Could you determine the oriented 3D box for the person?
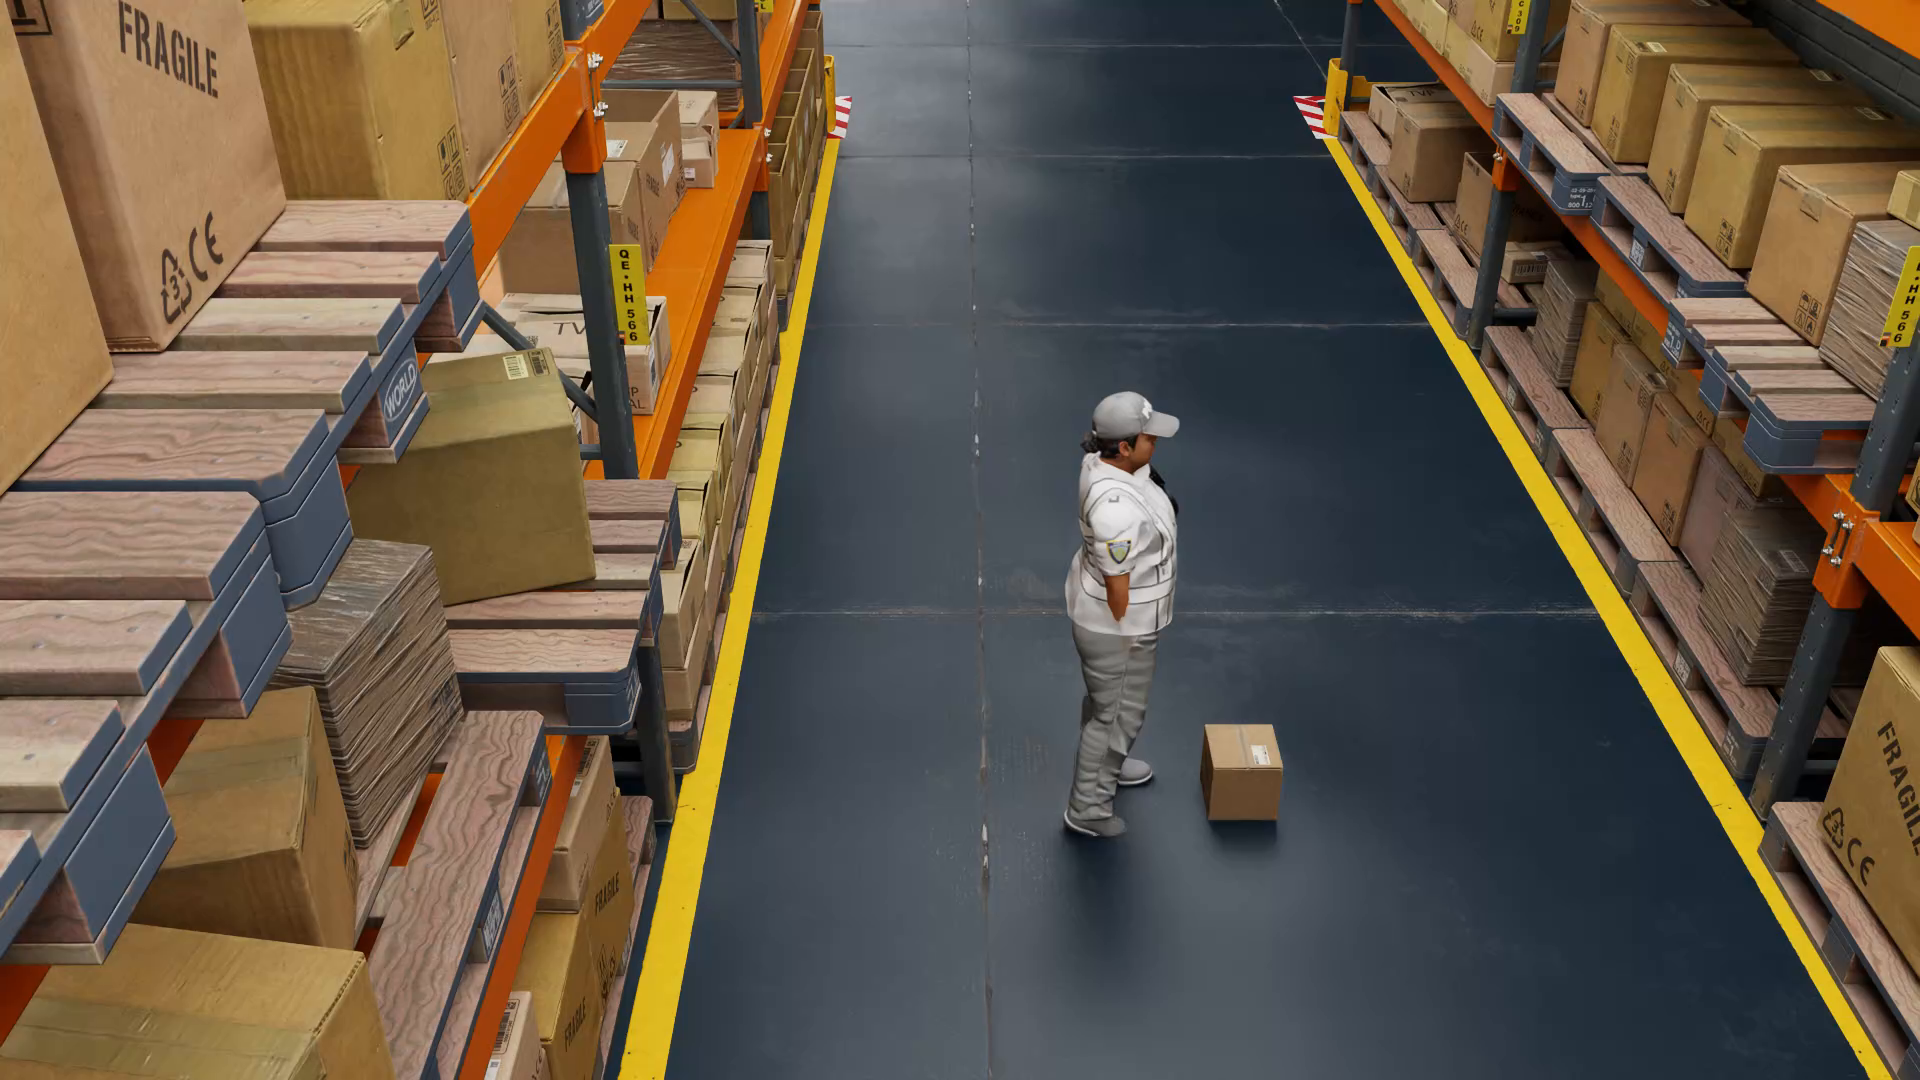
[{"bbox_3d":[0.554,0.266,5.755,0.385,1.709,0.468,0,32,1],"label":"person"}]
